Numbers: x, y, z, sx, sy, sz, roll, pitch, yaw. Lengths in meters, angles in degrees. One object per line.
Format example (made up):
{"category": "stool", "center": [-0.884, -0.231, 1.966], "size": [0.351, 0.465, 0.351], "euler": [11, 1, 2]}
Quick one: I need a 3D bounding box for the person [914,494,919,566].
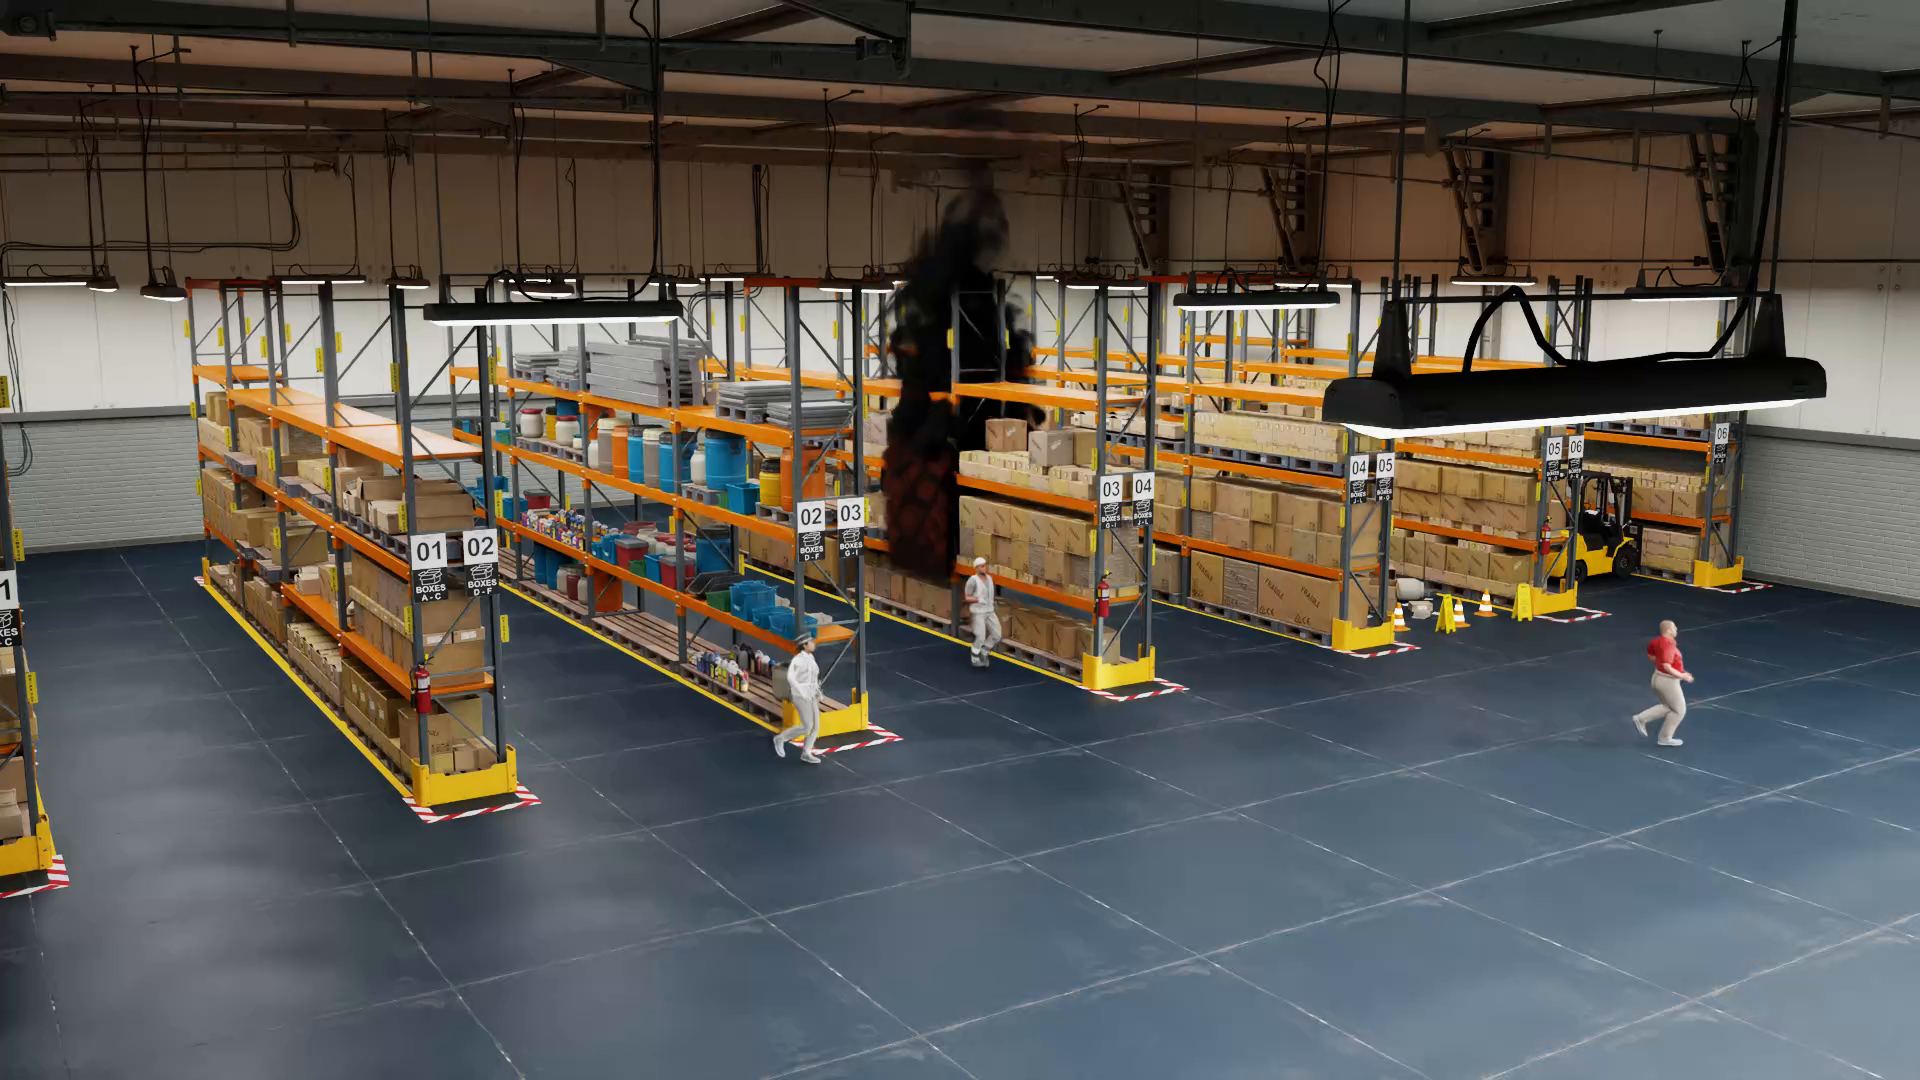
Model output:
{"category": "person", "center": [-0.886, -0.094, 33.513], "size": [0.538, 1.629, 0.653], "euler": [-9, 13, -42]}

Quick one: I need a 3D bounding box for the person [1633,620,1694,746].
{"category": "person", "center": [9.246, 1.873, 21.826], "size": [0.607, 1.672, 0.661], "euler": [0, 10, 3]}

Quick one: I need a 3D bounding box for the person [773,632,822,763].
{"category": "person", "center": [-2.024, 1.981, 21.265], "size": [0.618, 1.644, 0.669], "euler": [2, 10, 14]}

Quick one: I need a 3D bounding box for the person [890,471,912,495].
{"category": "person", "center": [-1.350, -0.693, 36.943], "size": [0.626, 1.839, 0.747], "euler": [-6, 11, -30]}

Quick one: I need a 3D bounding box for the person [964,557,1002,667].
{"category": "person", "center": [0.399, 1.143, 25.826], "size": [0.639, 1.756, 0.600], "euler": [-7, 12, -36]}
